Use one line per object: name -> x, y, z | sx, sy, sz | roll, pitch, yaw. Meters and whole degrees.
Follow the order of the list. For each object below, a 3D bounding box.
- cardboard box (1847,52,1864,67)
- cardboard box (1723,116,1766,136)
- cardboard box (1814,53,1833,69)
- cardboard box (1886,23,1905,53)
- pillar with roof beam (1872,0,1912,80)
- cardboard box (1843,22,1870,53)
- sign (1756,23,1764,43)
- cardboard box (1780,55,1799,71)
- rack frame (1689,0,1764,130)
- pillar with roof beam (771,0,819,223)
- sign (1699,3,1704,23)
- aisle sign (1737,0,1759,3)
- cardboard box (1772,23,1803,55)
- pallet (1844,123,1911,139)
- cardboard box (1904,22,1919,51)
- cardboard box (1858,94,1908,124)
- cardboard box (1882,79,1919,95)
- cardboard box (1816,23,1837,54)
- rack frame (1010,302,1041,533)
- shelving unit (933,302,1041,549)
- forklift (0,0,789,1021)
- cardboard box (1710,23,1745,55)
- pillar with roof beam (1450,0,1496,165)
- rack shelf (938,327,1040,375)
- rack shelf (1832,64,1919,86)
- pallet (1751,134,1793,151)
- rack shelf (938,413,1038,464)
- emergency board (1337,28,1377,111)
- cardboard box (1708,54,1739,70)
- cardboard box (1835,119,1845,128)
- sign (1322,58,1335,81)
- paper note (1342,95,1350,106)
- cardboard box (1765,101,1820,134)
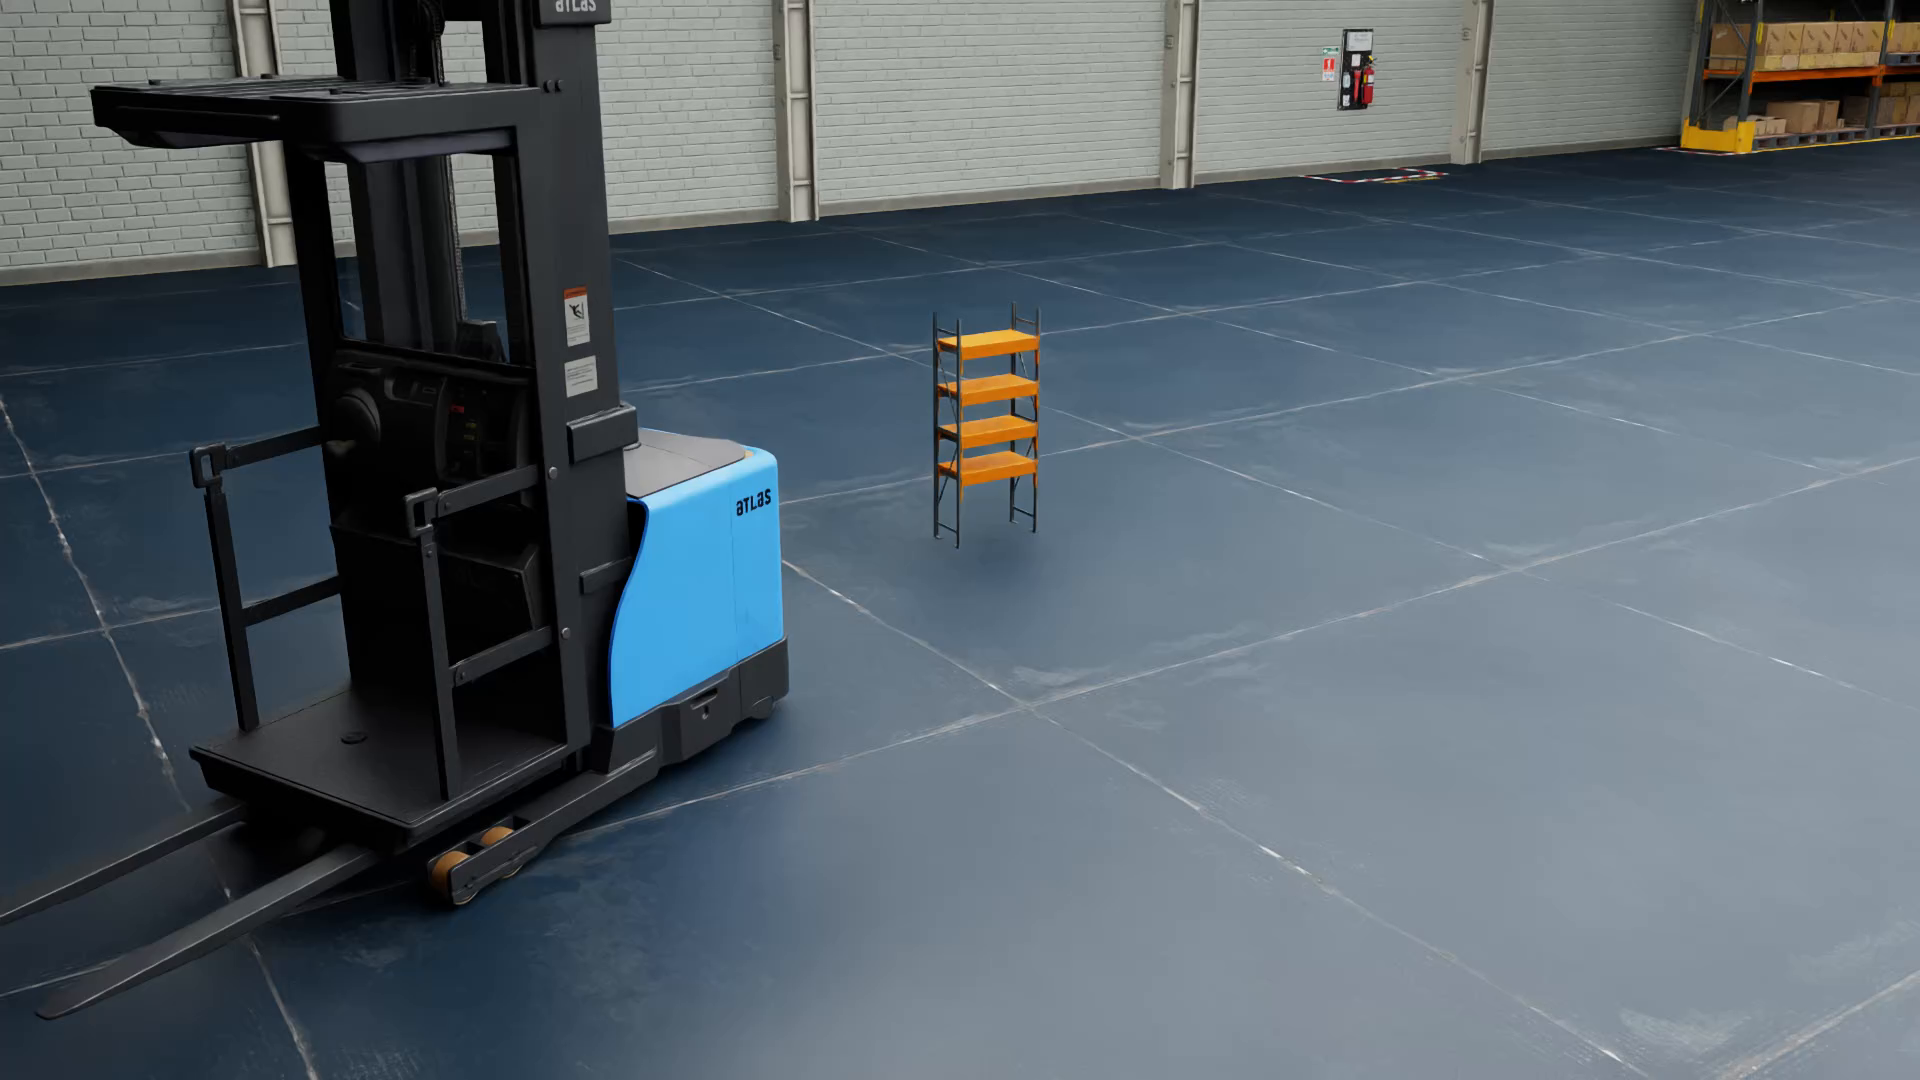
cardboard box -> 15.652, -8.535, 29.511 | 0.500, 0.250, 0.500 | -12, 22, -31
cardboard box -> 13.588, -7.175, 28.796 | 0.500, 0.311, 0.500 | -15, 24, -37
cardboard box -> 14.821, -8.354, 28.974 | 0.500, 0.250, 0.500 | -12, 22, -31
cardboard box -> 16.745, -9.183, 30.382 | 0.500, 0.500, 0.700 | -12, 22, -31
pillar with roof beam -> 20.448, -11.245, 27.955 | 0.400, 9.000, 9.100 | -12, 22, -31
cardboard box -> 15.663, -8.885, 29.375 | 0.500, 0.500, 0.500 | -12, 22, -32
sign -> 13.259, -8.408, 27.578 | 0.005, 0.325, 0.100 | -12, 22, -31
cardboard box -> 13.969, -8.177, 28.452 | 0.500, 0.250, 0.500 | -13, 22, -33
rack frame -> 12.961, -8.143, 28.146 | 0.127, 3.000, 1.000 | -12, 22, -31
pillar with roof beam -> 0.404, -7.017, 15.450 | 0.400, 9.000, 9.100 | -12, 22, -31
sign -> 12.672, -8.993, 28.360 | 0.005, 0.325, 0.100 | -12, 22, -31
aisle sign -> 13.066, -9.281, 27.455 | 0.004, 0.787, 0.394 | -12, 22, -31
cardboard box -> 13.943, -8.524, 28.307 | 0.500, 0.500, 0.500 | -12, 22, -31
pallet -> 16.951, -7.664, 31.084 | 1.213, 0.211, 1.003 | -12, 22, -31
cardboard box -> 17.749, -9.404, 31.035 | 0.500, 0.500, 0.700 | -9, 21, -24
cardboard box -> 17.311, -8.110, 31.266 | 0.500, 0.500, 0.700 | -12, 22, -32
cardboard box -> 17.705, -8.532, 31.343 | 0.500, 0.250, 0.500 | -13, 22, -33
cardboard box -> 14.803, -8.708, 28.850 | 0.500, 0.500, 0.500 | -11, 22, -30
rack frame -> 0.342, -0.641, 8.766 | 0.015, 1.200, 0.240 | -12, 22, -31
shelving unit -> 0.138, -0.598, 8.639 | 0.503, 1.200, 0.258 | -12, 22, -31
forklift -> -1.884, -0.395, 5.335 | 1.130, 2.935, 3.031 | 11, 22, 29
cardboard box -> 13.237, -8.576, 28.461 | 0.500, 0.500, 0.500 | -12, 22, -32
pillar with roof beam -> 10.426, -9.131, 21.702 | 0.400, 9.000, 9.100 | -12, 22, -31
rack shelf -> 0.138, -0.970, 8.513 | 0.480, 0.148, 0.258 | -12, 22, -31
rack shelf -> 17.972, -8.859, 31.388 | 4.000, 0.370, 1.077 | -12, 22, -31
pallet -> 13.722, -6.969, 29.028 | 1.213, 0.211, 1.003 | -12, 22, -31
rack shelf -> 0.138, -0.534, 8.660 | 0.480, 0.148, 0.258 | -12, 22, -31
emergency board -> 5.974, -7.015, 24.812 | 0.643, 1.169, 0.194 | -12, 22, -31
cardboard box -> 13.244, -8.215, 28.564 | 0.500, 0.250, 0.500 | -12, 22, -31
cardboard box -> 15.871, -7.611, 30.311 | 0.250, 0.166, 0.380 | -16, 24, -38
sign -> 5.455, -6.962, 24.600 | 0.234, 0.329, 0.001 | -12, 22, -31
paper note -> 5.788, -6.585, 24.915 | 0.142, 0.148, 0.016 | -12, 22, -31
cardboard box -> 14.704, -7.481, 29.405 | 0.500, 0.500, 0.700 | -14, 23, -35
